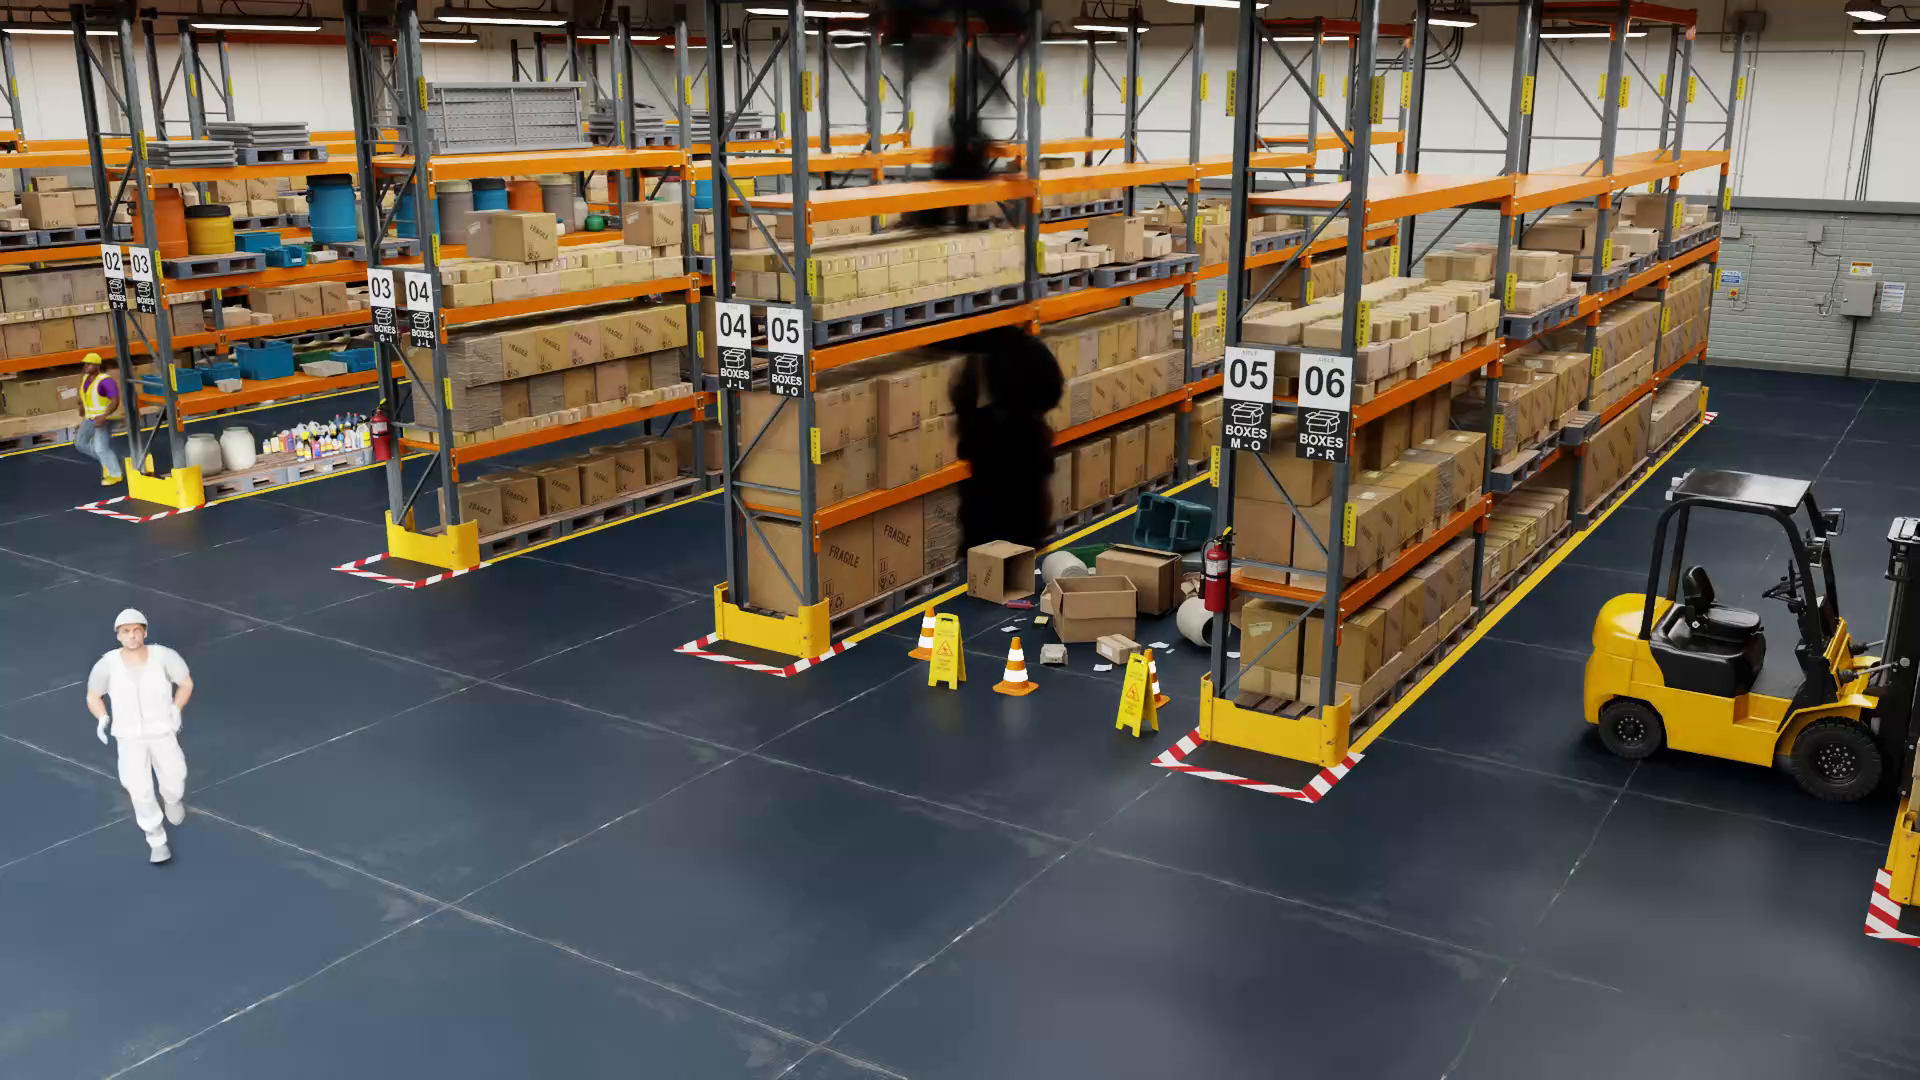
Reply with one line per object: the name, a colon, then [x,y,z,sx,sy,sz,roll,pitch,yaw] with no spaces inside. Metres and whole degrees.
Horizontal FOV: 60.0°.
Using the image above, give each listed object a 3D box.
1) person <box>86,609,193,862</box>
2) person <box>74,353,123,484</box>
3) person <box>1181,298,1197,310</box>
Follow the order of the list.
person: [-5.542,1.299,11.310,0.655,1.738,0.631,-7,17,-24]
person: [-11.268,-1.576,21.670,0.728,1.726,0.525,9,18,30]
person: [3.711,-3.064,27.011,0.660,1.756,0.569,14,21,41]
